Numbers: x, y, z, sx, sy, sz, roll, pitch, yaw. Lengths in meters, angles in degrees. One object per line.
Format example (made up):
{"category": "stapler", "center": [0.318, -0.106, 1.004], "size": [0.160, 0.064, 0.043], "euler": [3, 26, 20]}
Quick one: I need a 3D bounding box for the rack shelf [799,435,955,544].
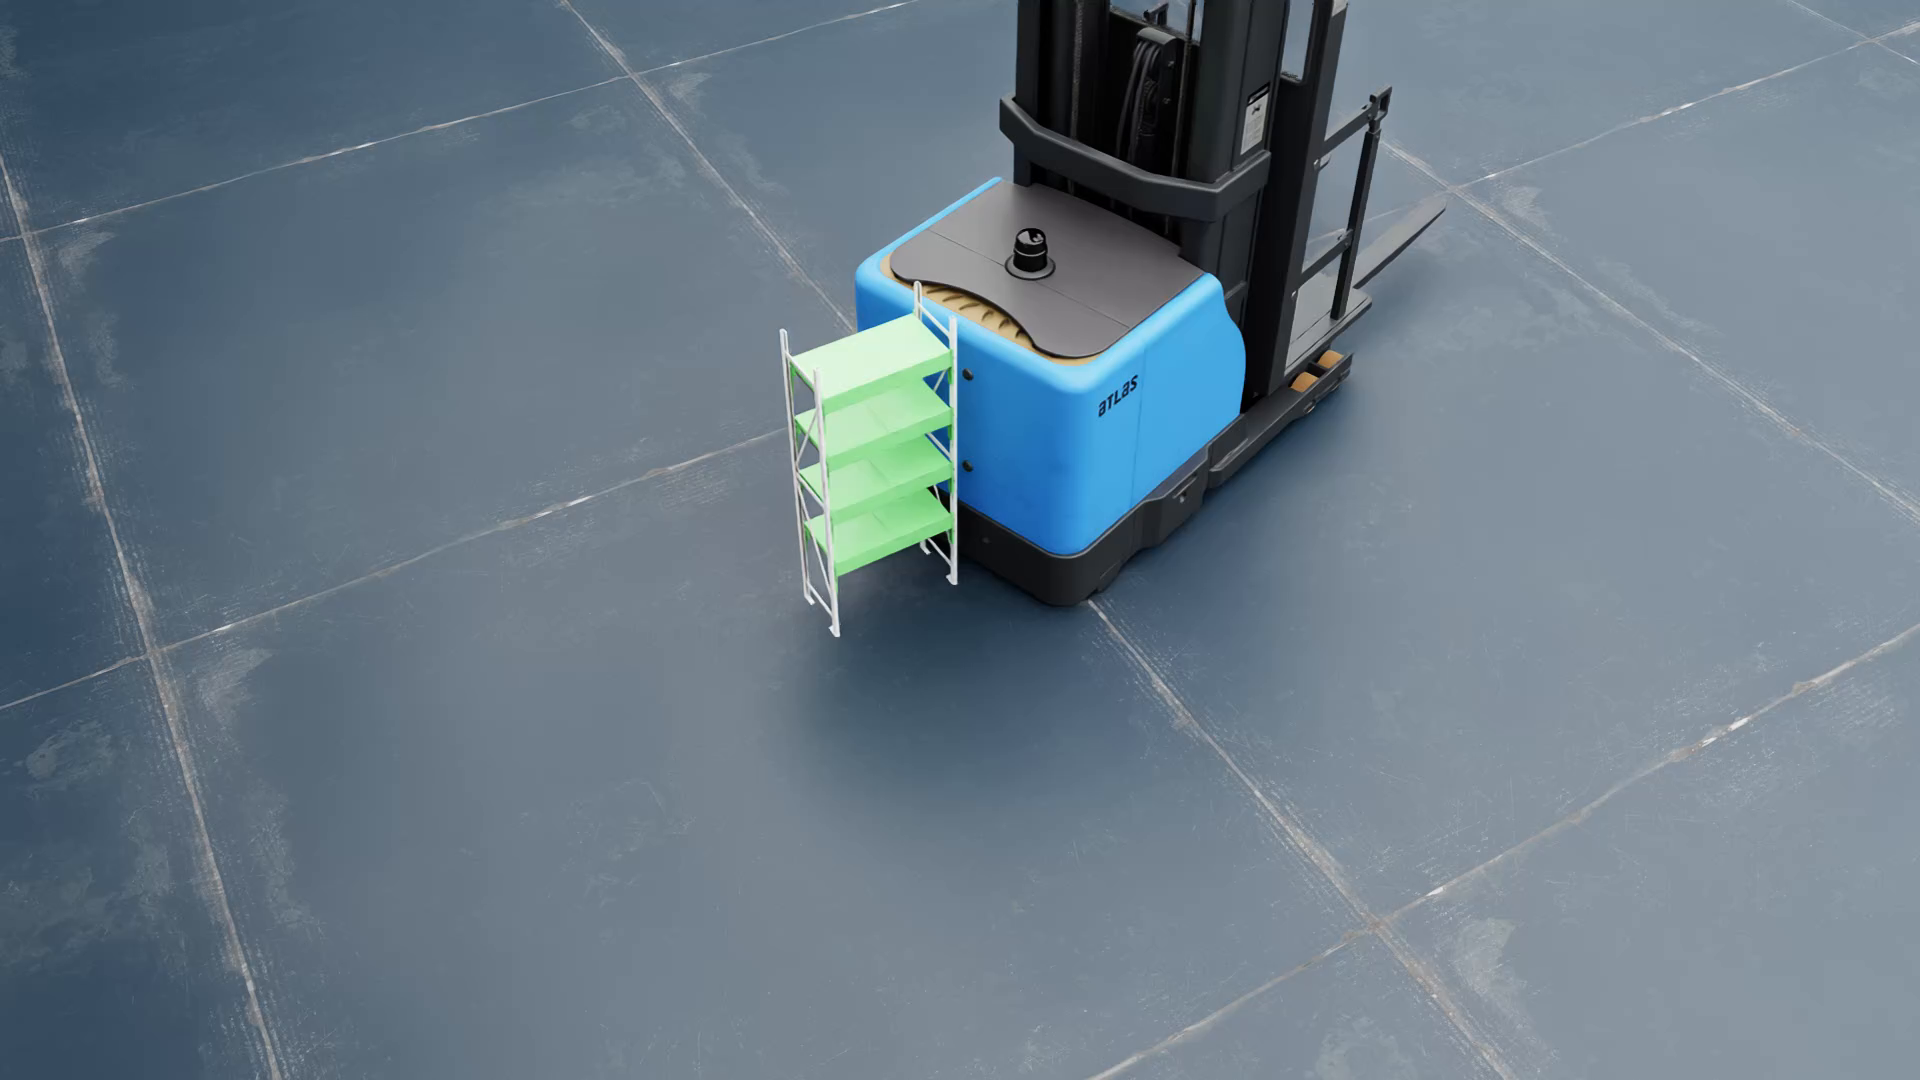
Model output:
{"category": "rack shelf", "center": [-0.288, -0.201, 5.687], "size": [0.480, 0.148, 0.258], "euler": [-23, 49, -22]}

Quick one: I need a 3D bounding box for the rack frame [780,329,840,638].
{"category": "rack frame", "center": [-0.495, -0.157, 5.550], "size": [0.015, 1.200, 0.240], "euler": [-23, 49, -22]}

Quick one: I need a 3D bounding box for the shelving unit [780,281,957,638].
{"category": "shelving unit", "center": [-0.288, -0.246, 5.642], "size": [0.503, 1.200, 0.258], "euler": [-23, 49, -22]}

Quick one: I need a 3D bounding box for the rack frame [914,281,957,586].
{"category": "rack frame", "center": [-0.080, -0.336, 5.734], "size": [0.015, 1.200, 0.240], "euler": [-23, 49, -22]}

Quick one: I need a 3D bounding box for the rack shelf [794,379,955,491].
{"category": "rack shelf", "center": [-0.288, -0.373, 5.520], "size": [0.480, 0.148, 0.258], "euler": [-23, 49, -22]}

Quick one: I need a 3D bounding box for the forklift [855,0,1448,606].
{"category": "forklift", "center": [0.964, -1.773, 5.972], "size": [1.130, 2.935, 3.031], "euler": [31, 52, 28]}

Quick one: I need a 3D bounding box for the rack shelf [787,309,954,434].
{"category": "rack shelf", "center": [-0.288, -0.545, 5.353], "size": [0.480, 0.148, 0.258], "euler": [-23, 49, -22]}

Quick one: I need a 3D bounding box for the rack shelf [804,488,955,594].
{"category": "rack shelf", "center": [-0.288, -0.028, 5.854], "size": [0.480, 0.148, 0.258], "euler": [-23, 49, -22]}
